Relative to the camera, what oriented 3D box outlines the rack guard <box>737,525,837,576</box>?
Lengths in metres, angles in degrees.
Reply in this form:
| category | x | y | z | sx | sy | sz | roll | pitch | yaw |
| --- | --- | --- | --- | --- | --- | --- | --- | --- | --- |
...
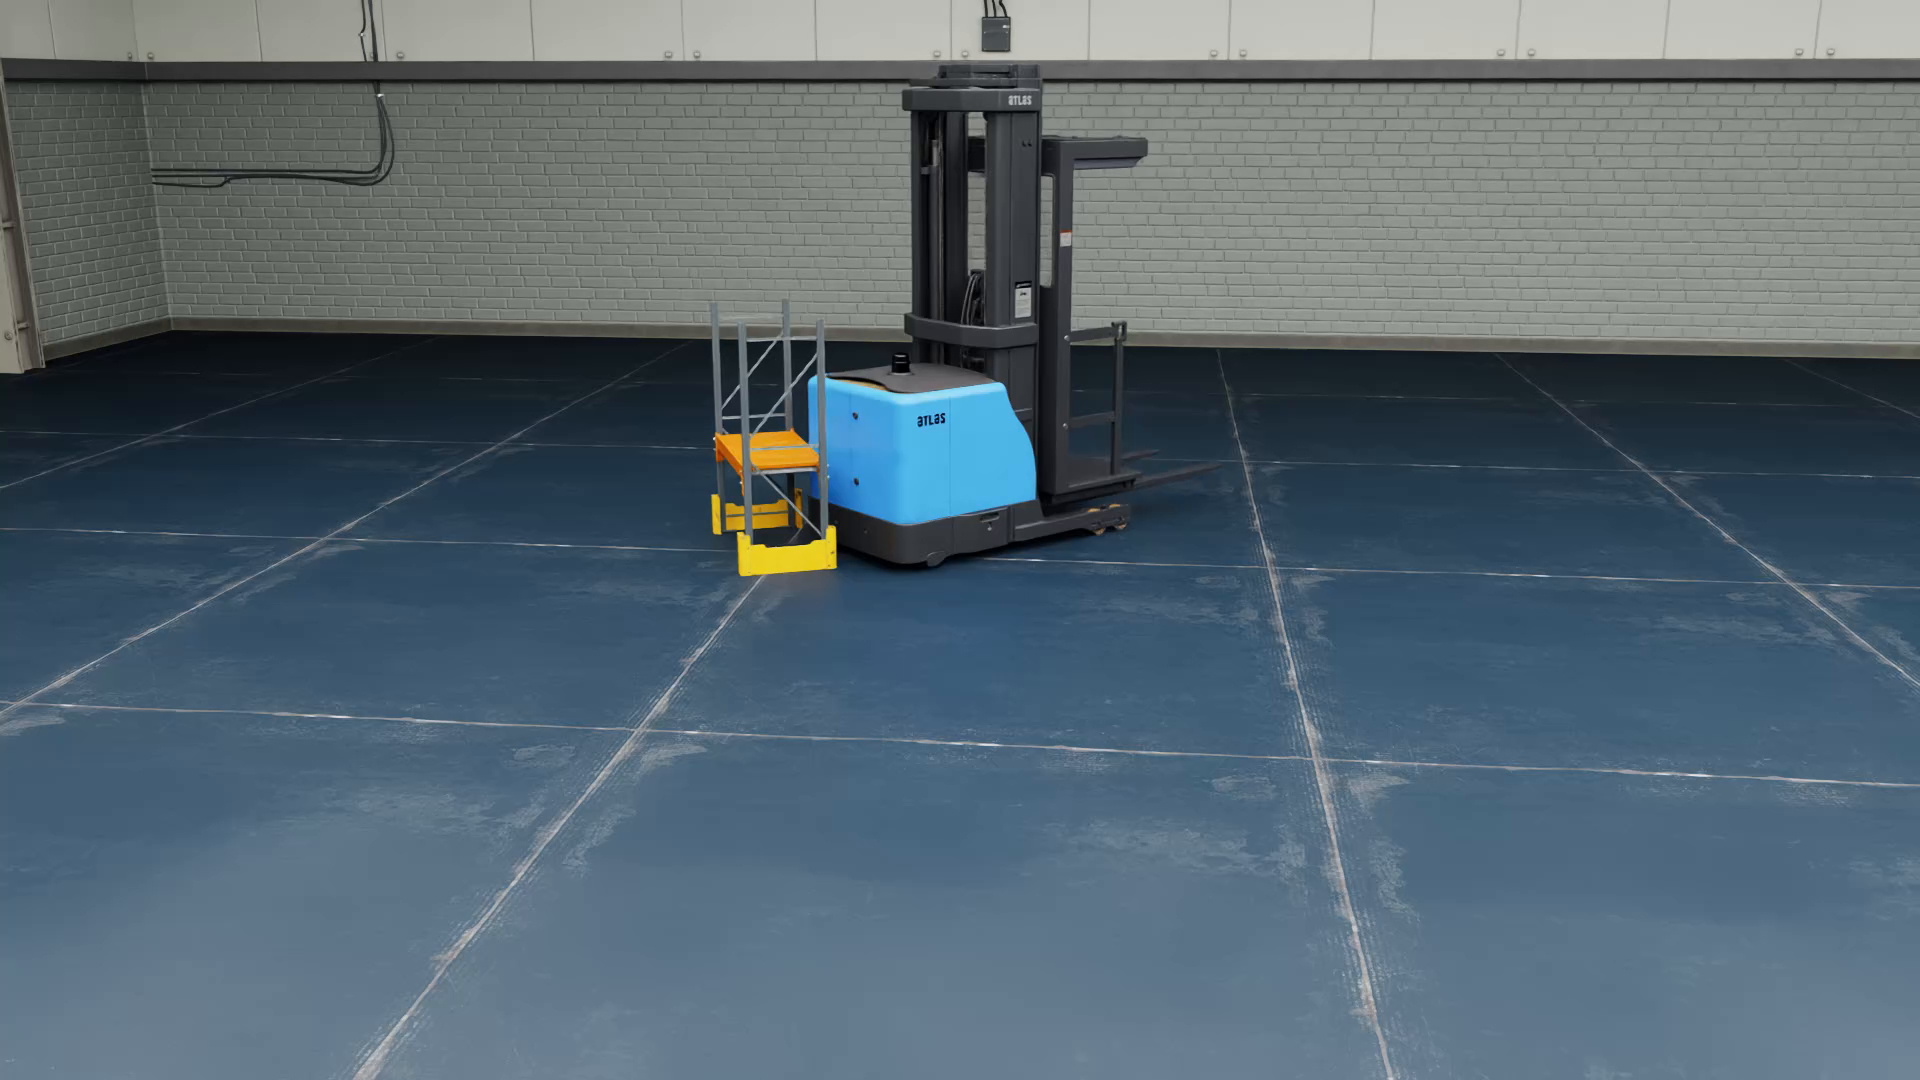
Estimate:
| category | x | y | z | sx | sy | sz | roll | pitch | yaw |
| --- | --- | --- | --- | --- | --- | --- | --- | --- | --- |
| rack guard | -1.033 | 0.063 | 9.952 | 0.587 | 0.250 | 0.087 | -5 | 16 | -16 |

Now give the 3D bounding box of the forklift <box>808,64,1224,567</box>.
| category | x | y | z | sx | sy | sz | roll | pitch | yaw |
| --- | --- | --- | --- | --- | --- | --- | --- | --- | --- |
| forklift | 0.495 | -1.549 | 10.776 | 3.031 | 2.935 | 1.130 | -12 | 19 | -38 |

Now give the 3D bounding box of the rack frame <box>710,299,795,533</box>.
| category | x | y | z | sx | sy | sz | roll | pitch | yaw |
| --- | --- | --- | --- | --- | --- | --- | --- | --- | --- |
| rack frame | -1.330 | -0.794 | 10.726 | 0.500 | 1.500 | 0.032 | -5 | 16 | -16 |

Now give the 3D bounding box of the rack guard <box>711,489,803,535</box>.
| category | x | y | z | sx | sy | sz | roll | pitch | yaw |
| --- | --- | --- | --- | --- | --- | --- | --- | --- | --- |
| rack guard | -1.325 | -0.186 | 10.871 | 0.587 | 0.250 | 0.087 | -5 | 16 | -16 |

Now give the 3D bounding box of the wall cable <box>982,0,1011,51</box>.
| category | x | y | z | sx | sy | sz | roll | pitch | yaw |
| --- | --- | --- | --- | --- | --- | --- | --- | --- | --- |
| wall cable | 1.385 | -8.179 | 17.156 | 2.305 | 6.003 | 0.169 | 2 | 15 | 6 |

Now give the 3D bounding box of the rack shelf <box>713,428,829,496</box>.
| category | x | y | z | sx | sy | sz | roll | pitch | yaw |
| --- | --- | --- | --- | --- | --- | --- | --- | --- | --- |
| rack shelf | -1.182 | -0.494 | 10.304 | 0.538 | 0.185 | 1.000 | -5 | 16 | -16 |

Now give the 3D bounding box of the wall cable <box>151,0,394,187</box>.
| category | x | y | z | sx | sy | sz | roll | pitch | yaw |
| --- | --- | --- | --- | --- | --- | --- | --- | --- | --- |
| wall cable | -8.046 | -5.323 | 19.055 | 3.097 | 2.526 | 0.112 | 2 | 15 | 6 |

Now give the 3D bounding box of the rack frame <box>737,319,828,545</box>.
| category | x | y | z | sx | sy | sz | roll | pitch | yaw |
| --- | --- | --- | --- | --- | --- | --- | --- | --- | --- |
| rack frame | -1.033 | -0.540 | 9.788 | 0.500 | 1.500 | 0.032 | -5 | 16 | -16 |

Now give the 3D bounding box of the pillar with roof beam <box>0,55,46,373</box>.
| category | x | y | z | sx | sy | sz | roll | pitch | yaw |
| --- | --- | --- | --- | --- | --- | --- | --- | --- | --- |
| pillar with roof beam | -5.415 | -5.970 | 15.499 | 9.100 | 9.000 | 0.400 | 2 | 15 | 6 |

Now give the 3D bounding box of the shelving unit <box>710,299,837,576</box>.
| category | x | y | z | sx | sy | sz | roll | pitch | yaw |
| --- | --- | --- | --- | --- | --- | --- | --- | --- | --- |
| shelving unit | -1.179 | -0.665 | 10.248 | 0.587 | 1.500 | 1.083 | -5 | 16 | -16 |
